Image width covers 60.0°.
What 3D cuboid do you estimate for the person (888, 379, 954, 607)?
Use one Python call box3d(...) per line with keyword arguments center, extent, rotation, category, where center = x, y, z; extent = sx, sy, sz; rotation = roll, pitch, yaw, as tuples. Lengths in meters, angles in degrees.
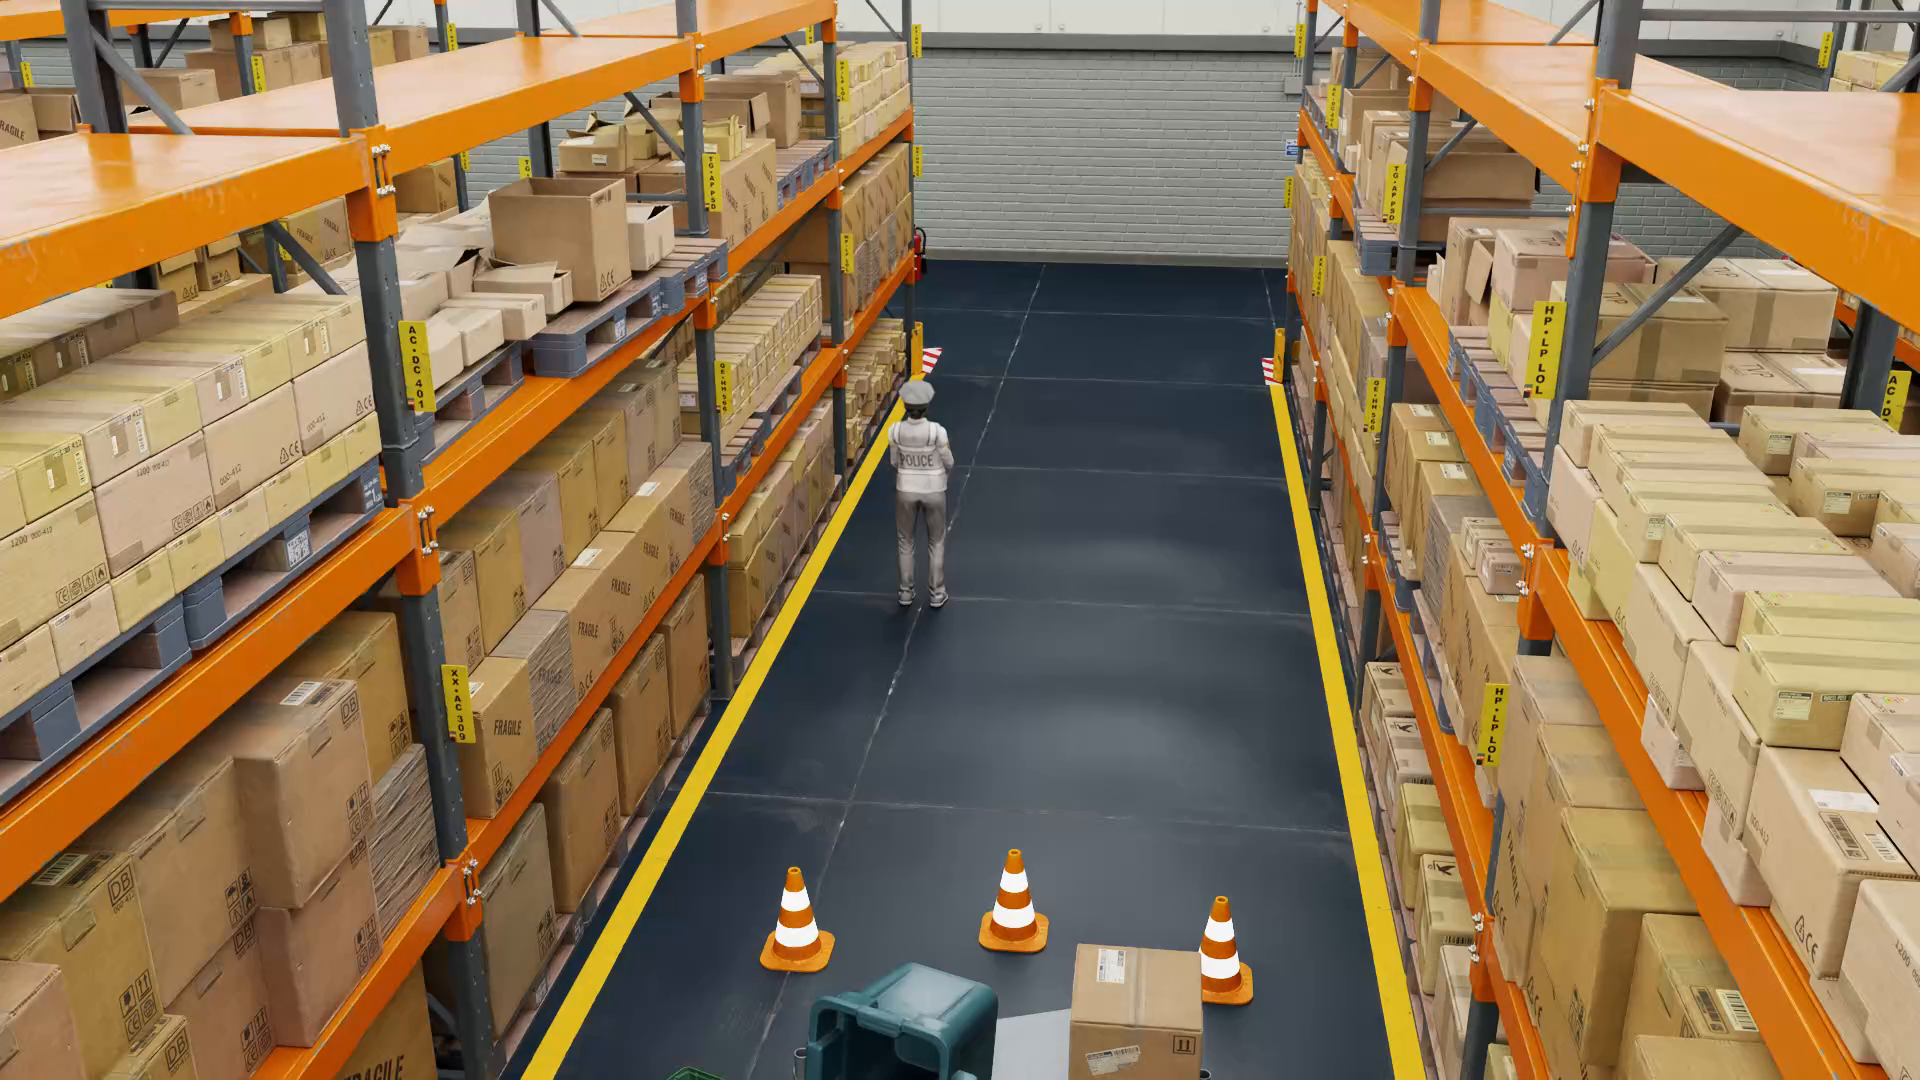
box3d(center=(-0.269, -0.355, 11.964), extent=(0.459, 1.688, 0.543), rotation=(3, 21, 7), category="person")
